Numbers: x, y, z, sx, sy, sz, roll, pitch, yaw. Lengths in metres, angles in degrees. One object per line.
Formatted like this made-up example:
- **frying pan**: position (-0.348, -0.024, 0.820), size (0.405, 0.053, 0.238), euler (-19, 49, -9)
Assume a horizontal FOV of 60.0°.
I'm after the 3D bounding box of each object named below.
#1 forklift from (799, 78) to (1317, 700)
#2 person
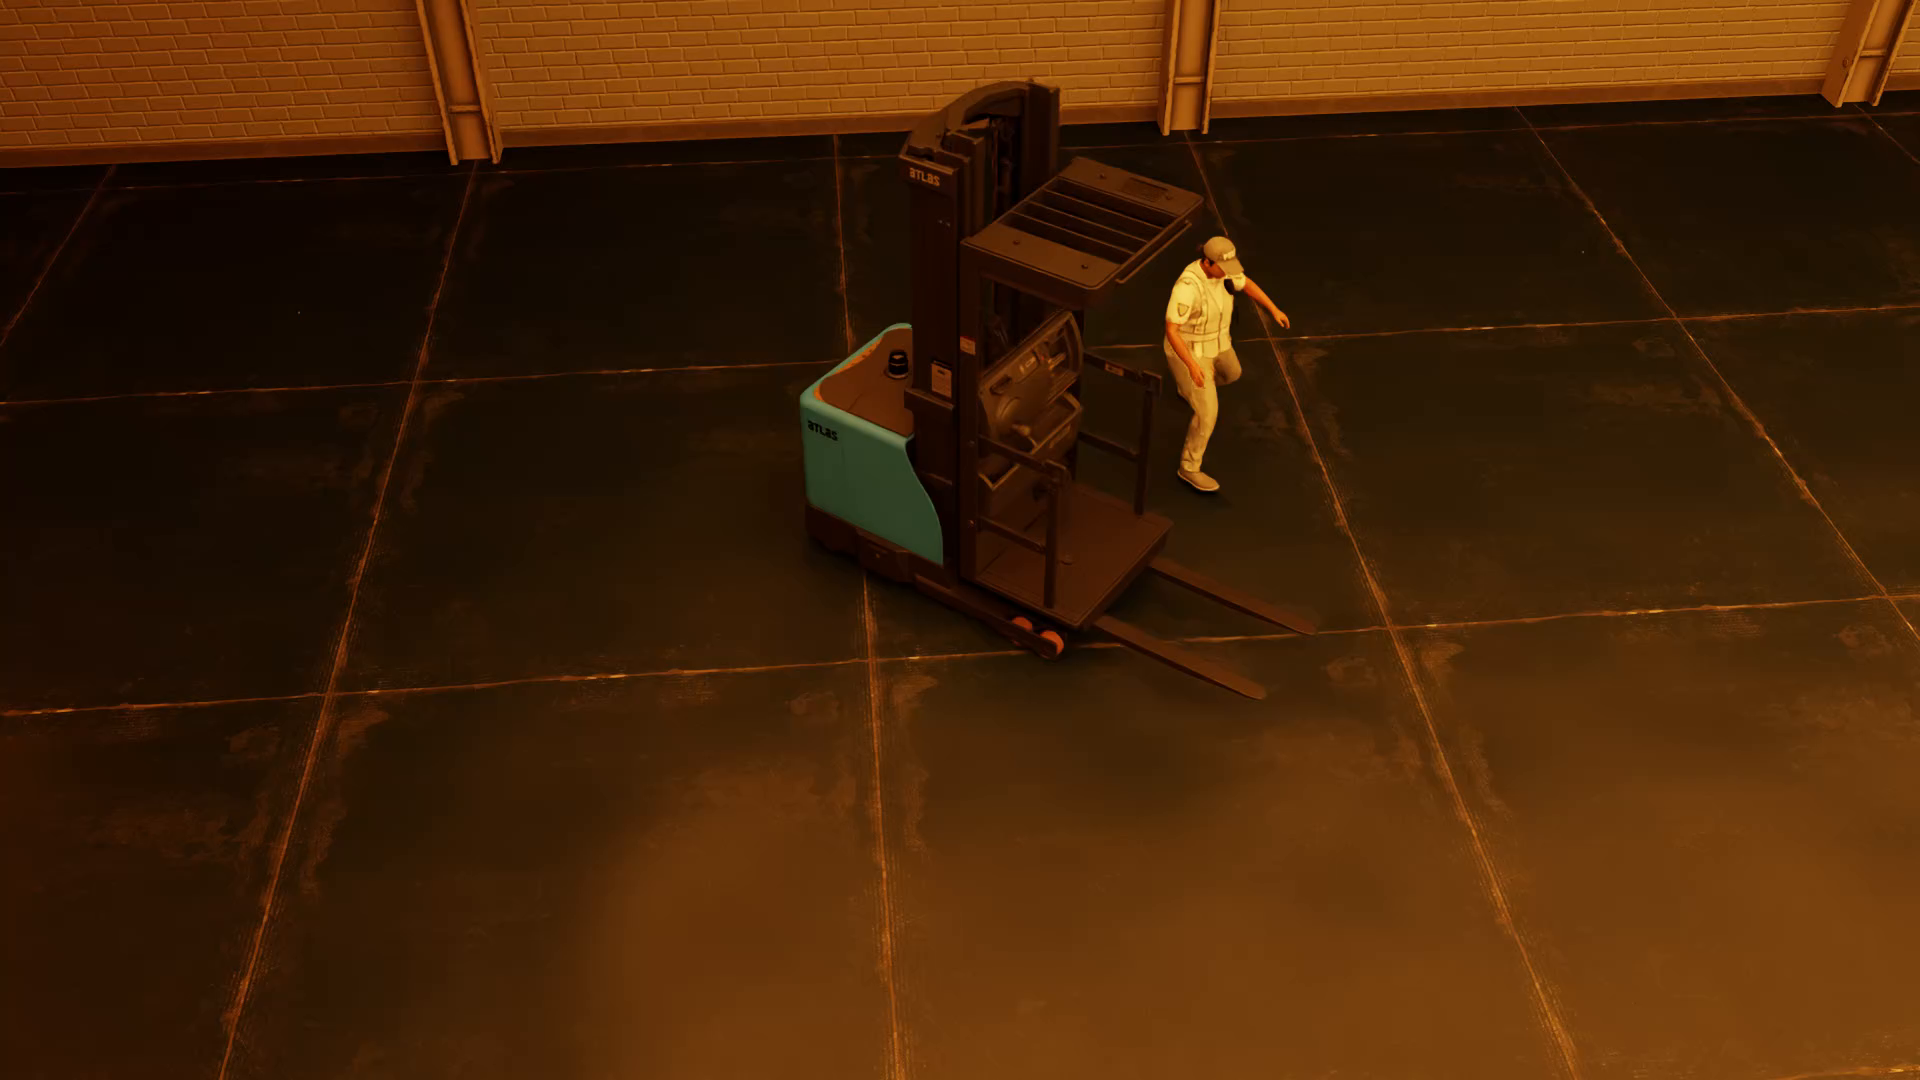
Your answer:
- **forklift**: position (0.560, -0.835, 8.914), size (3.031, 2.935, 1.130), euler (24, 46, 26)
- **person**: position (1.602, -1.205, 10.512), size (0.954, 1.556, 0.883), euler (-33, 50, -32)
